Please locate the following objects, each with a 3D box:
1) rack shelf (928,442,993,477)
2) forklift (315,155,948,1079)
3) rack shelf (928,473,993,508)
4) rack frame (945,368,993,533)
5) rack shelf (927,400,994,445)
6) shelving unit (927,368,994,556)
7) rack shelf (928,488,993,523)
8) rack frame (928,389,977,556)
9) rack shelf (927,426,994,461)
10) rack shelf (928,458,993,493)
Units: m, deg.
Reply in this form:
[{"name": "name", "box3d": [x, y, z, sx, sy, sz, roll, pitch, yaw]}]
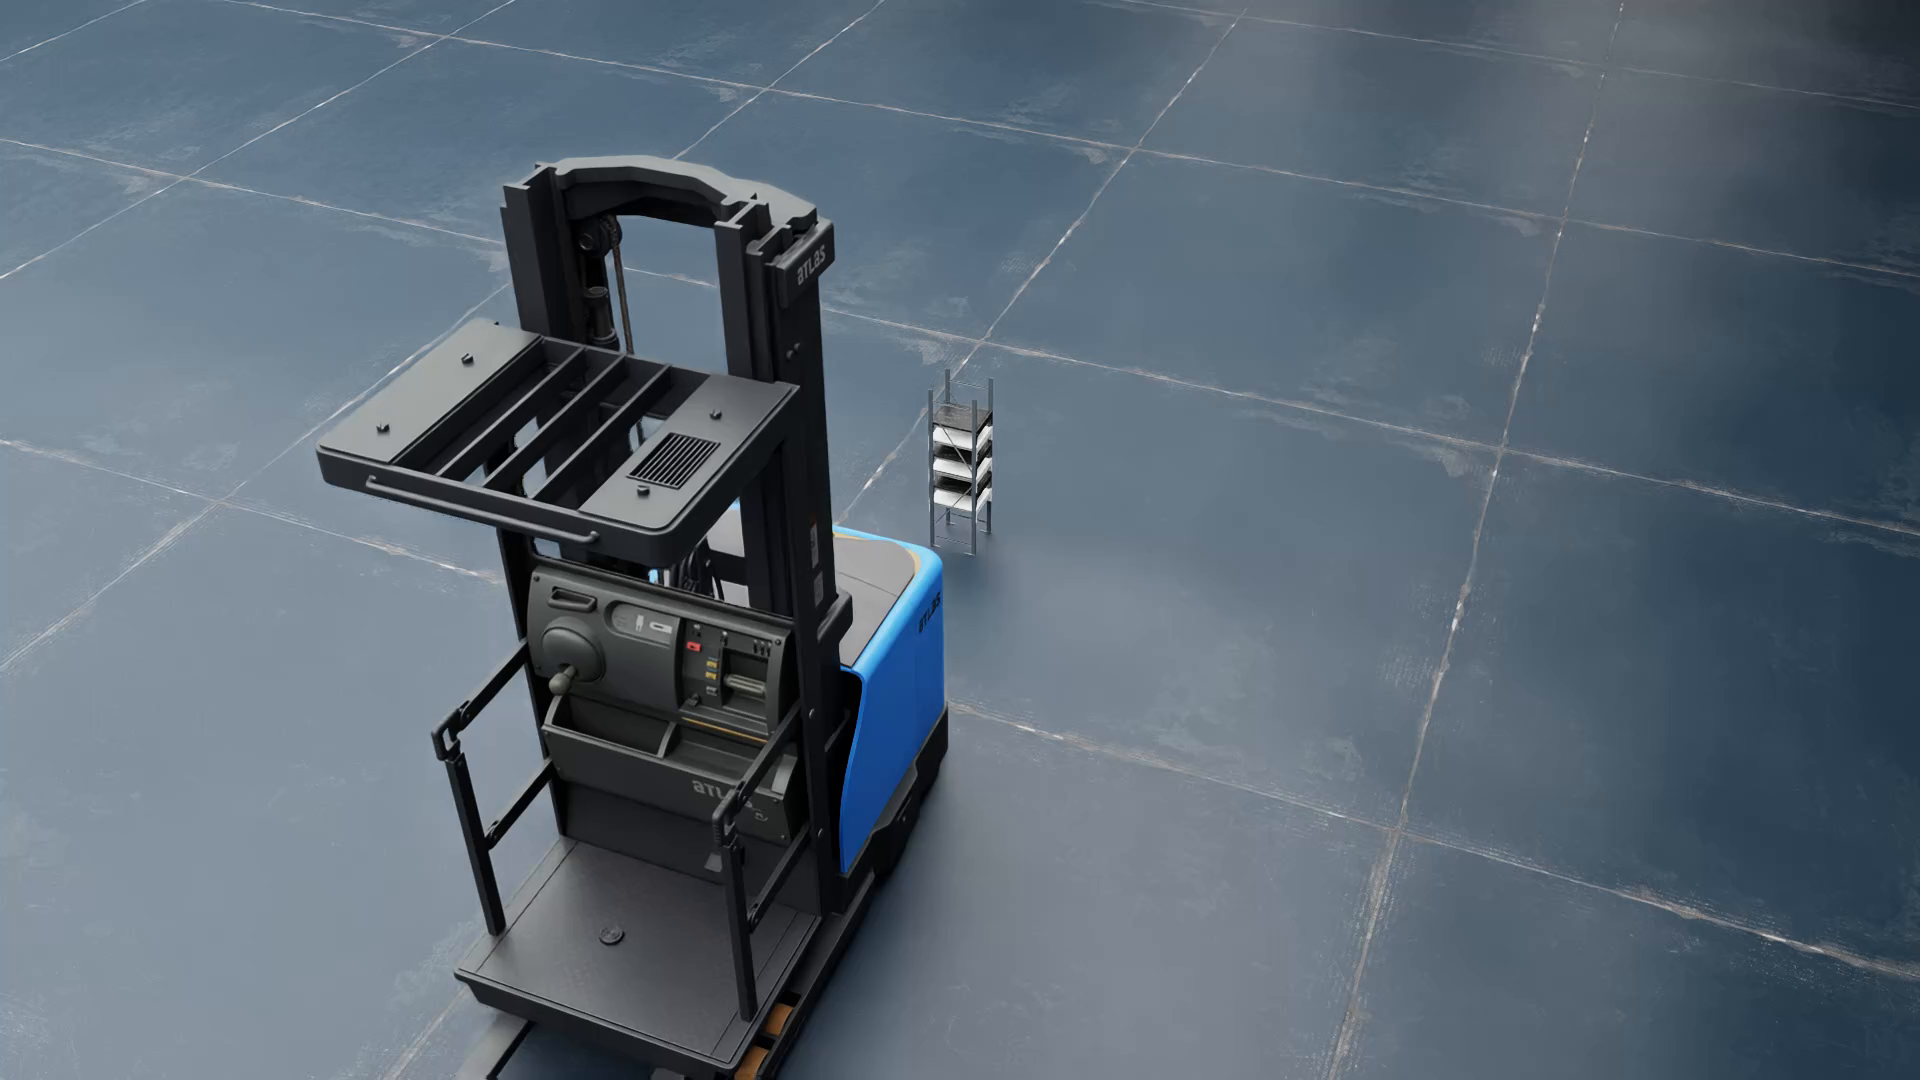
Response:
[{"name": "rack shelf", "box3d": [0.003, -0.410, 7.953, 0.258, 0.077, 0.200, 14, 39, 18]}, {"name": "forklift", "box3d": [-1.063, 0.440, 5.214, 1.130, 2.935, 3.031, 13, 39, 17]}, {"name": "rack shelf", "box3d": [0.003, -0.266, 8.060, 0.258, 0.077, 0.200, 14, 39, 18]}, {"name": "rack frame", "box3d": [0.042, -0.421, 8.062, 0.240, 0.900, 0.006, 14, 39, 18]}, {"name": "rack shelf", "box3d": [0.003, -0.554, 7.845, 0.258, 0.077, 0.200, 14, 39, 18]}, {"name": "shelving unit", "box3d": [0.003, -0.365, 7.987, 0.258, 0.900, 0.210, 14, 39, 18]}, {"name": "rack shelf", "box3d": [0.003, -0.194, 8.114, 0.258, 0.077, 0.200, 14, 39, 18]}, {"name": "rack frame", "box3d": [-0.036, -0.309, 7.911, 0.240, 0.900, 0.006, 14, 39, 18]}, {"name": "rack shelf", "box3d": [0.003, -0.482, 7.899, 0.258, 0.077, 0.200, 14, 39, 18]}, {"name": "rack shelf", "box3d": [0.003, -0.338, 8.007, 0.258, 0.077, 0.200, 14, 39, 18]}]
